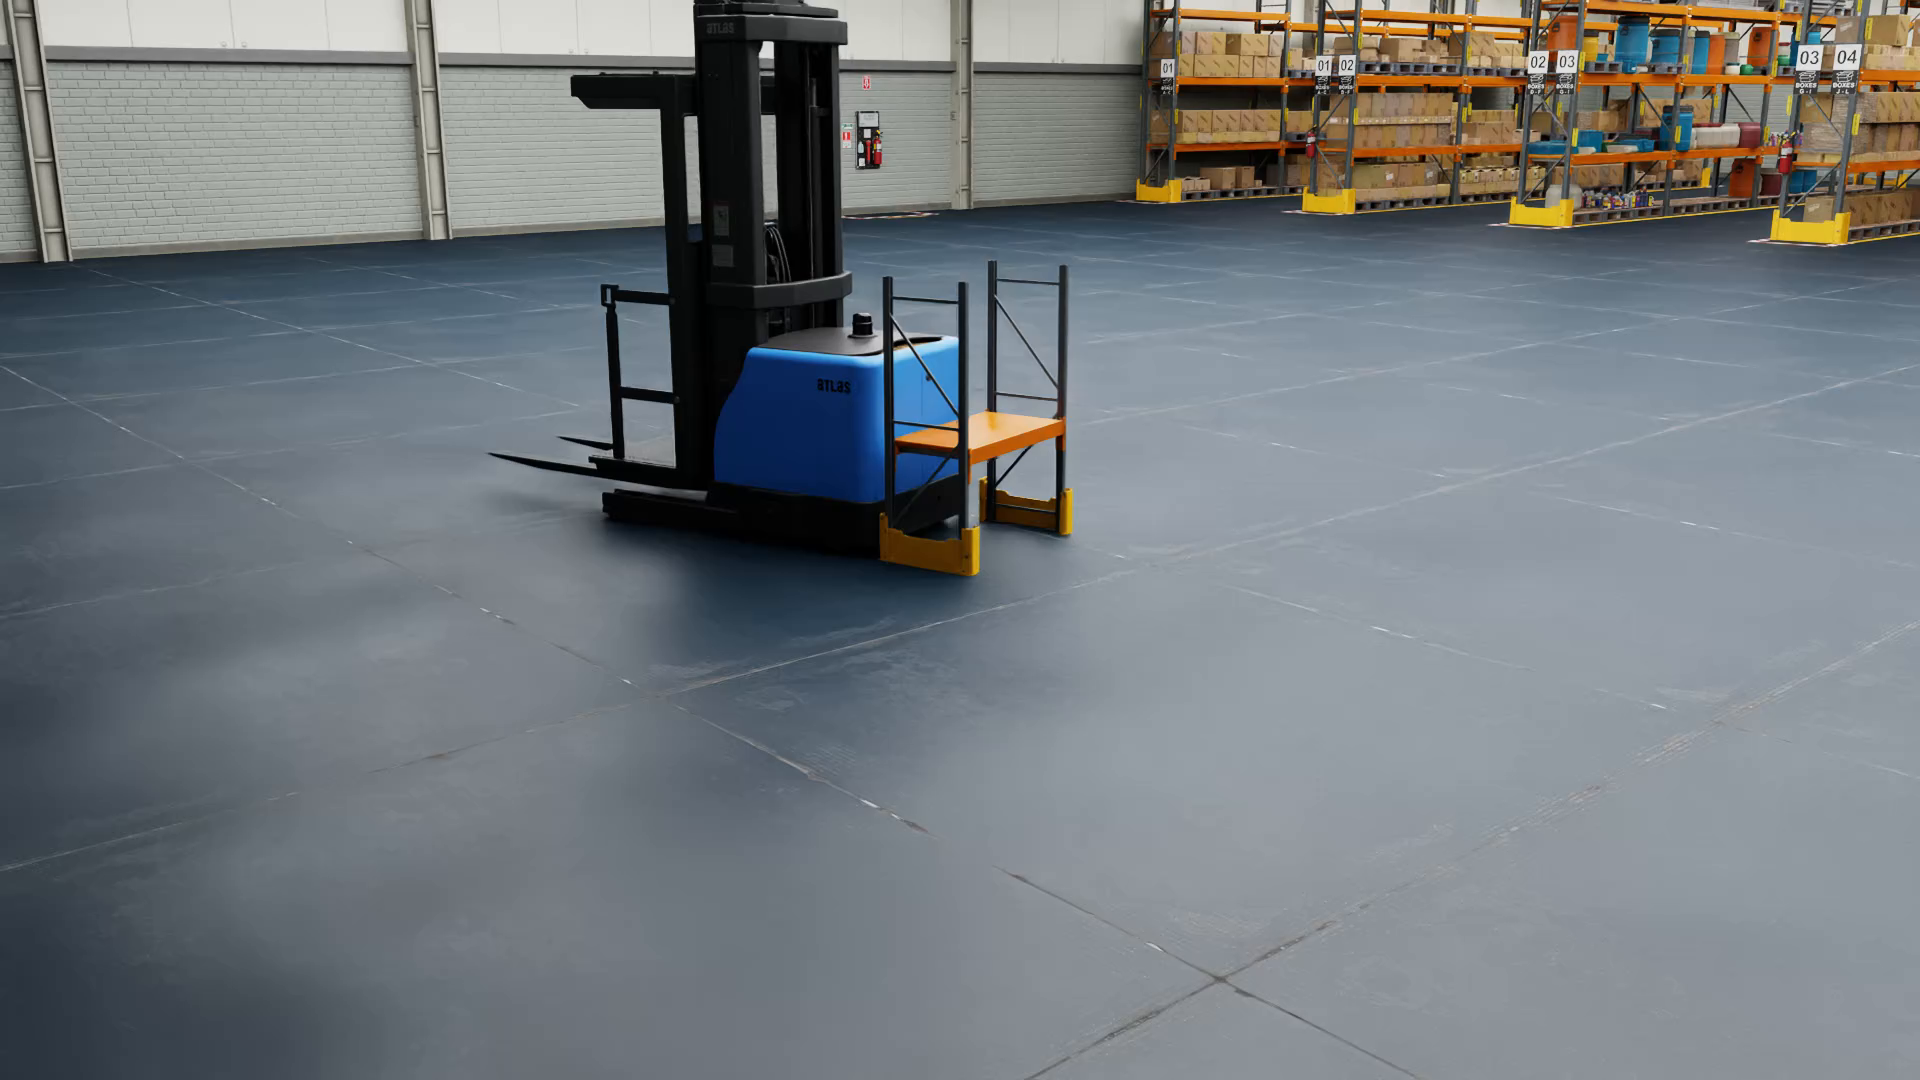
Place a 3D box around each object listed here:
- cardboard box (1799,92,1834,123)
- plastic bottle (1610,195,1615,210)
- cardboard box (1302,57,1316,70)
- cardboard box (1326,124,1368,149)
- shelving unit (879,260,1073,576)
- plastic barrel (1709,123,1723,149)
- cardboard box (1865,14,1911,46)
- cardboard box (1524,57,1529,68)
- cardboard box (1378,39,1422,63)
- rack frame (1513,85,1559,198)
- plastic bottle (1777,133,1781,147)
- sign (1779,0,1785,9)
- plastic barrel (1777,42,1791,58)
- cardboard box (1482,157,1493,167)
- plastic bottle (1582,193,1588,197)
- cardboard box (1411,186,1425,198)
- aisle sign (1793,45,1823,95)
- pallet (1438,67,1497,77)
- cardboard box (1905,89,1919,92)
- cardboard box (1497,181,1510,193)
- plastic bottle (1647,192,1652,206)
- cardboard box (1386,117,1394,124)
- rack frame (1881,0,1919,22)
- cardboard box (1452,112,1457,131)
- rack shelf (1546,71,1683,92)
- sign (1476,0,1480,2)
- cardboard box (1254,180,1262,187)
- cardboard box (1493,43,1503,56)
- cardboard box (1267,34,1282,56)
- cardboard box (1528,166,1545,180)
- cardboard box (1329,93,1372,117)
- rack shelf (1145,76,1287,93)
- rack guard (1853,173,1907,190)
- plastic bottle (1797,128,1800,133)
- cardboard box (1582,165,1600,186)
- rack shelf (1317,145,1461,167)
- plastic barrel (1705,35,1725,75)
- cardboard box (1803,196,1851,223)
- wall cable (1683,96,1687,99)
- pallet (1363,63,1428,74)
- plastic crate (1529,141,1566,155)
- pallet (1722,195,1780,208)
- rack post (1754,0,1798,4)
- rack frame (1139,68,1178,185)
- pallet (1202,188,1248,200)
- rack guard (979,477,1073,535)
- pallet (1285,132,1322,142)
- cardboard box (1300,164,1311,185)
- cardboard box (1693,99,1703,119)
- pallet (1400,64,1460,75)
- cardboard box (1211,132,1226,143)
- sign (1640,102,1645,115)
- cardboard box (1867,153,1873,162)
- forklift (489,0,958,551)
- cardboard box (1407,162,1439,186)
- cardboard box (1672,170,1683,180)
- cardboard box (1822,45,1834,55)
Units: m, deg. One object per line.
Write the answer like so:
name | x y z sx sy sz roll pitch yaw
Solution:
cardboard box | 14.613 -7.333 28.183 0.500 0.500 0.500 -13 19 -39
plastic bottle | 12.864 -6.662 32.791 0.133 0.283 0.061 -12 19 -38
cardboard box | 8.553 -11.878 41.451 0.500 0.311 0.500 -12 19 -38
cardboard box | 8.221 -8.571 35.330 0.500 0.500 0.700 -13 19 -39
shelving unit | 0.104 -0.693 8.938 0.587 1.500 1.083 9 18 31
plastic barrel | 15.872 -8.541 35.150 0.433 0.535 0.433 0 15 0
cardboard box | 15.658 -8.598 28.076 0.500 0.500 0.500 -13 20 -40
cardboard box | 13.206 -11.201 39.034 0.500 0.250 0.500 -12 19 -38
cardboard box | 9.553 -10.639 36.168 0.637 0.503 0.797 -10 18 -33
rack frame | 13.895 -9.801 40.130 0.127 3.000 1.000 -13 19 -39
plastic bottle | 18.163 -8.882 36.917 0.133 0.283 0.061 -13 19 -39
sign | 17.510 -11.473 35.389 0.005 0.325 0.100 -13 19 -39
plastic barrel | 18.383 -10.884 37.293 0.433 0.535 0.433 0 15 0
cardboard box | 14.671 -10.629 47.259 0.500 0.500 0.700 -13 20 -40
plastic bottle | 12.519 -6.835 33.451 0.135 0.276 0.152 -13 20 -41
cardboard box | 9.920 -7.706 36.803 0.500 0.250 0.500 -13 19 -39
aisle sign | 14.117 -7.821 27.678 0.004 0.787 0.394 -13 19 -39
pallet | 11.535 -10.632 37.800 1.217 0.209 0.805 -14 20 -42
cardboard box | 18.069 -7.794 30.641 1.000 1.000 1.000 -12 19 -39
cardboard box | 12.504 -8.279 38.945 0.500 0.250 0.500 -12 19 -38
plastic bottle | 13.980 -6.913 33.729 0.133 0.283 0.061 -11 19 -37
cardboard box | 9.075 -9.007 35.708 0.250 0.149 0.380 -14 20 -41
rack frame | 23.179 -13.090 40.817 0.127 3.000 1.000 -13 19 -39
cardboard box | 13.475 -11.517 45.745 0.500 0.500 0.500 -13 20 -40
rack shelf | 12.618 -8.921 32.418 4.000 0.370 1.077 -13 19 -39
sign | 14.023 -14.727 44.982 0.005 0.325 0.100 -13 19 -39
cardboard box | 7.239 -8.834 41.149 0.380 0.166 0.250 13 20 40
cardboard box | 14.764 -13.587 46.322 0.500 0.500 0.500 -13 20 -40
cardboard box | 7.423 -11.940 40.154 0.500 0.500 0.500 14 20 42
cardboard box | 13.662 -8.810 39.847 0.500 0.311 0.500 -12 19 -38
cardboard box | 8.261 -9.207 35.197 0.500 0.500 0.700 -13 19 -39
rack shelf | 6.114 -10.850 39.639 4.000 0.370 1.077 -13 19 -39
rack guard | 23.189 -8.990 41.939 0.348 0.500 1.175 -13 19 -39
plastic bottle | 19.653 -9.487 39.048 0.185 0.351 0.144 -13 19 -39
cardboard box | 15.590 -9.091 41.462 0.500 0.500 0.500 -14 20 -41
rack shelf | 9.369 -8.437 36.418 4.000 0.370 1.077 -13 19 -39
plastic barrel | 15.889 -10.285 35.298 0.708 0.830 0.600 -13 19 -39
cardboard box | 14.842 -5.614 28.486 0.500 0.500 0.500 -9 17 -29
wall cable | 21.177 -14.407 51.765 0.112 2.526 3.097 -13 19 -39
pallet | 9.331 -10.175 35.888 1.213 0.211 1.003 -13 19 -39
plastic crate | 11.290 -7.552 31.999 0.616 0.251 0.499 -13 19 -39
pallet | 17.711 -7.631 37.408 1.213 0.211 1.003 -13 19 -39
rack post | 17.664 -11.829 36.243 0.937 0.300 0.954 -13 19 -39
rack frame | 4.606 -9.410 38.665 0.127 3.000 1.000 -13 19 -39
pallet | 6.219 -8.412 40.332 1.213 0.211 1.003 -13 19 -39
rack guard | 0.373 -0.197 9.504 0.587 0.250 0.087 9 18 31
pallet | 8.295 -10.096 41.605 1.213 0.211 1.003 -13 19 -39
cardboard box | 8.524 -9.317 42.311 0.500 0.500 0.700 -13 20 -40
cardboard box | 19.395 -11.473 44.258 0.500 0.500 0.500 -12 19 -38
pallet | 10.251 -10.380 36.658 1.213 0.211 1.003 -13 19 -39
cardboard box | 5.953 -9.544 39.418 0.500 0.250 0.500 -13 20 -40
sign | 17.280 -10.931 42.115 0.005 0.325 0.100 -13 19 -39
cardboard box | 15.306 -6.522 28.340 0.250 0.149 0.380 -13 19 -39
forklift | -1.491 -1.617 9.624 3.031 2.935 1.130 9 17 30
cardboard box | 10.287 -8.157 37.035 0.500 0.500 0.500 -13 19 -39
cardboard box | 18.945 -9.745 44.397 0.500 0.250 0.500 -13 19 -39
cardboard box | 14.365 -8.194 27.819 0.250 0.149 0.380 -13 19 -39
